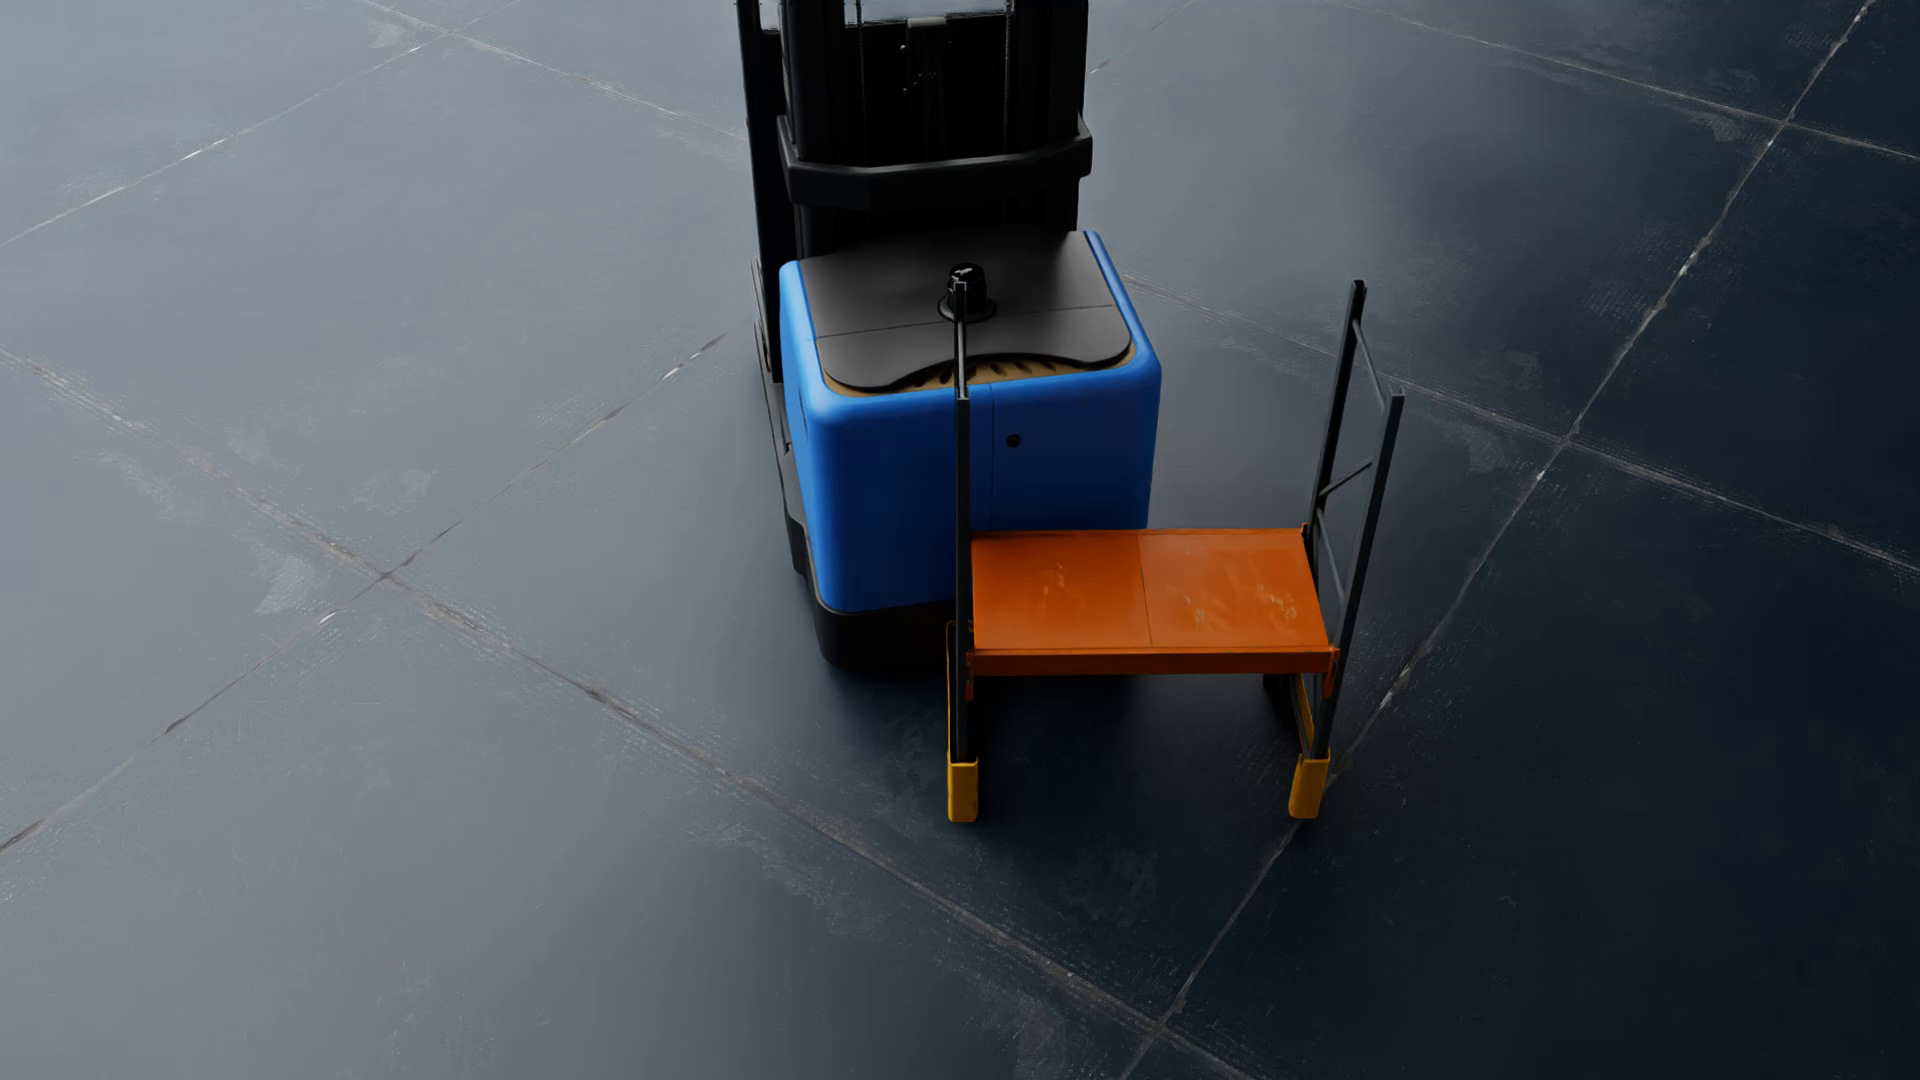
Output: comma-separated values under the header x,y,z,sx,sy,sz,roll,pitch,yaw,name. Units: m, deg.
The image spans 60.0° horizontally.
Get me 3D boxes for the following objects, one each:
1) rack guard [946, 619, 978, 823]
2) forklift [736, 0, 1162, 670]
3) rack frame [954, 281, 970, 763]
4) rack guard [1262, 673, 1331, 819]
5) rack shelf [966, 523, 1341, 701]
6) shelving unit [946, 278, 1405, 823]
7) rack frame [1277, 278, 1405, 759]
x,y,z,sx,sy,sz,roll,pitch,yaw,name
0.005,0.532,4.967,0.087,0.250,0.587,-1,42,-1,rack guard
-0.189,-1.677,5.426,1.130,2.935,3.031,-7,42,-8,forklift
0.004,0.067,4.551,0.032,1.500,0.500,-1,42,-1,rack frame
1.001,0.523,4.978,0.087,0.250,0.587,-1,42,-1,rack guard
0.512,0.196,4.676,1.000,0.185,0.538,-1,42,-1,rack shelf
0.503,0.062,4.556,1.083,1.500,0.587,-1,42,-1,shelving unit
1.020,0.057,4.561,0.032,1.500,0.500,-1,42,-1,rack frame
